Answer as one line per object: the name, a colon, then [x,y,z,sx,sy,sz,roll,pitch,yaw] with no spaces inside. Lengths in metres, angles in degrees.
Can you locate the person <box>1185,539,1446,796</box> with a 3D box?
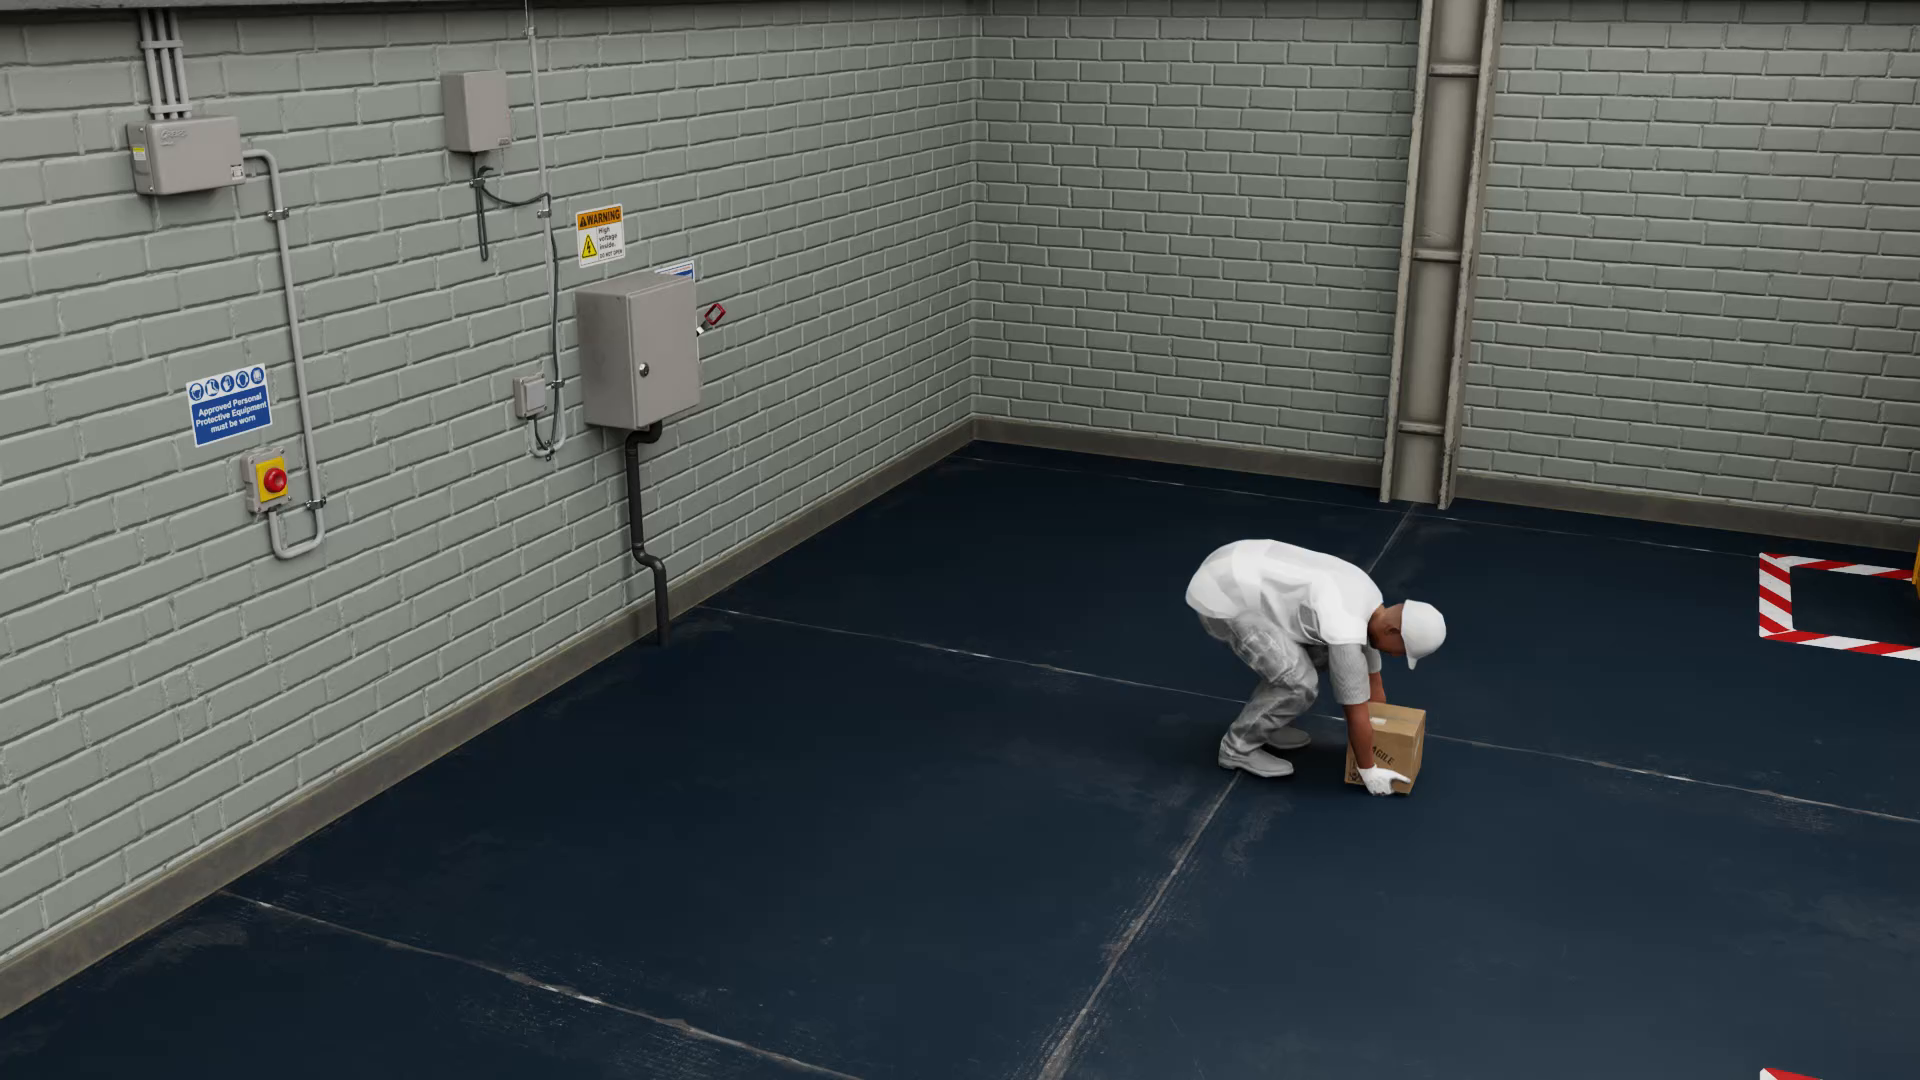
person: [1.379,0.471,6.528,0.986,0.917,0.534,7,20,21]
